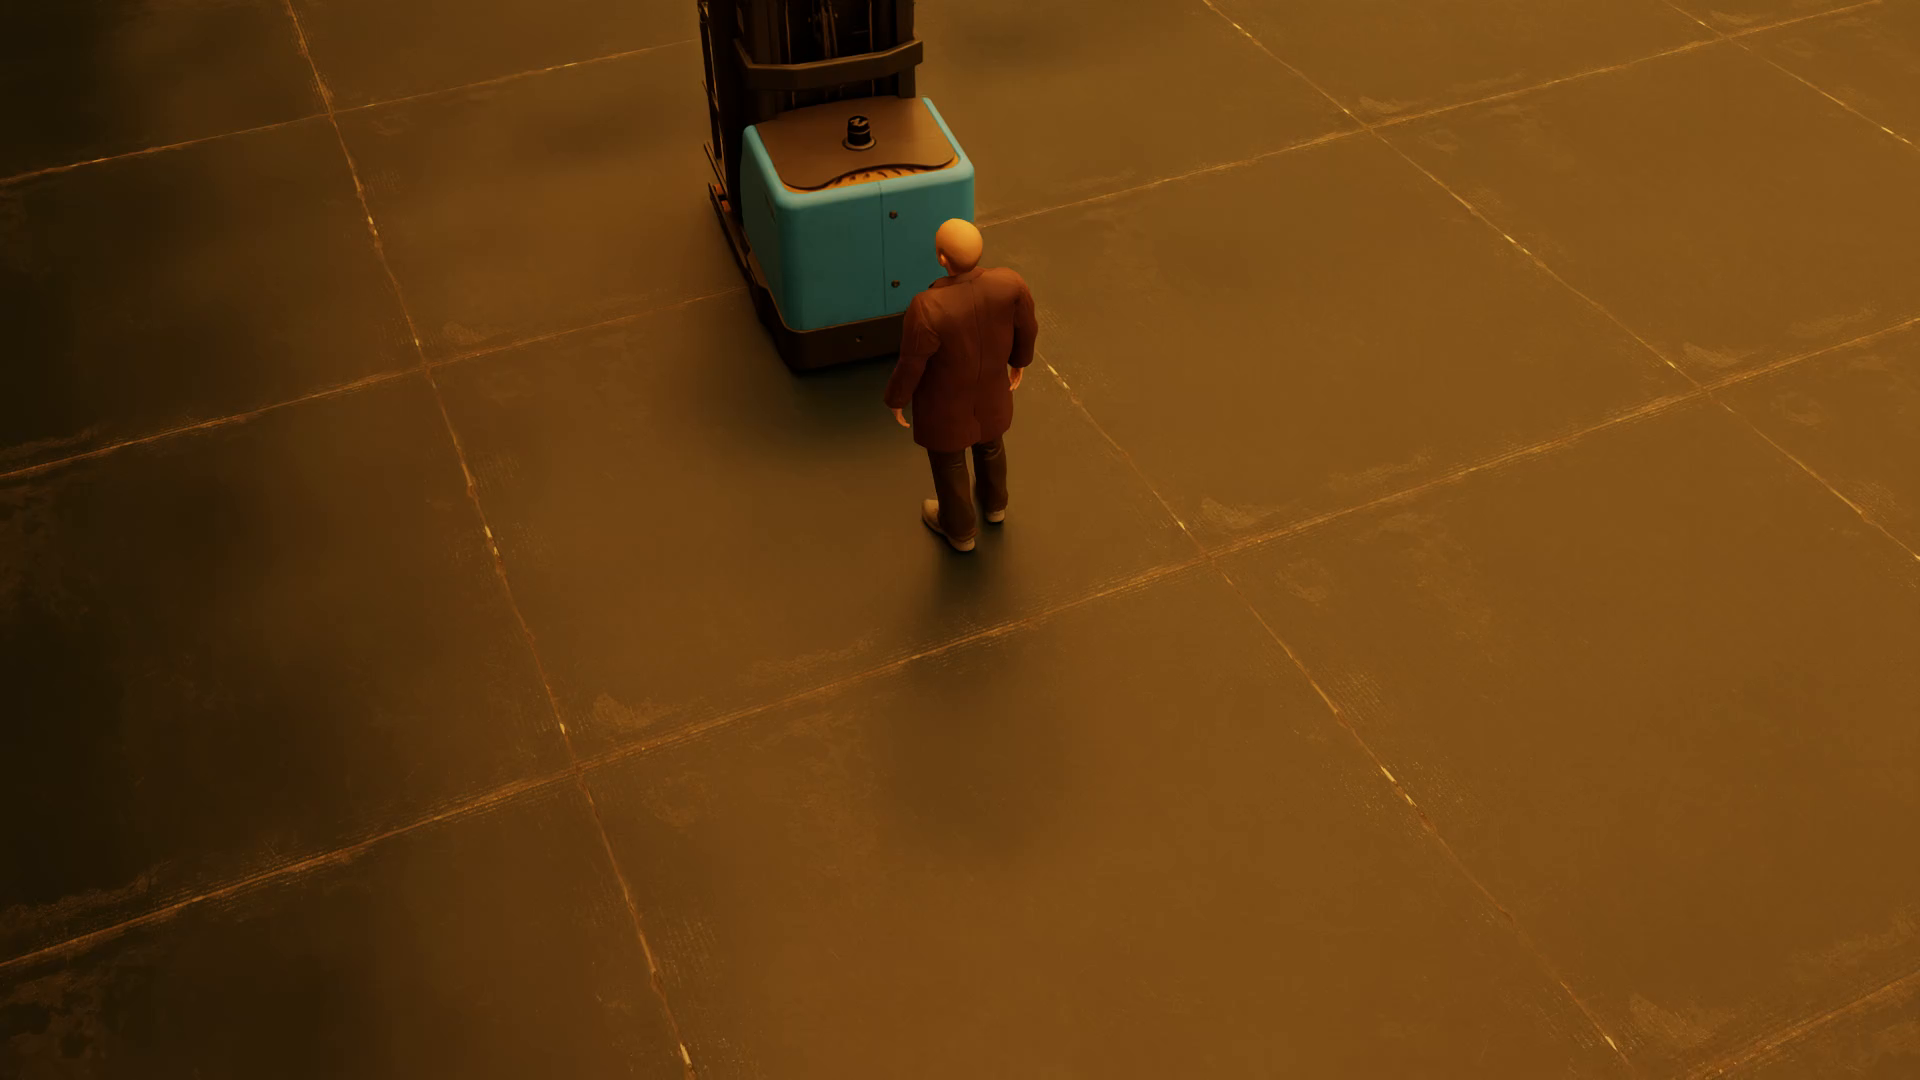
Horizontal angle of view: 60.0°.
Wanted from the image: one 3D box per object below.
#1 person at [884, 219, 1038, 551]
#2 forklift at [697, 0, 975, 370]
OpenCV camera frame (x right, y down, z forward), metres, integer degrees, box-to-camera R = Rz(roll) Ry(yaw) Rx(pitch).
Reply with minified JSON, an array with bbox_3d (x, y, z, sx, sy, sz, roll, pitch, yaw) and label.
[{"bbox_3d":[-0.035,-0.713,7.279,0.696,1.778,0.579,-18,46,-18],"label":"person"},{"bbox_3d":[-0.857,-2.981,8.875,1.130,2.935,3.031,-13,45,-13],"label":"forklift"}]
